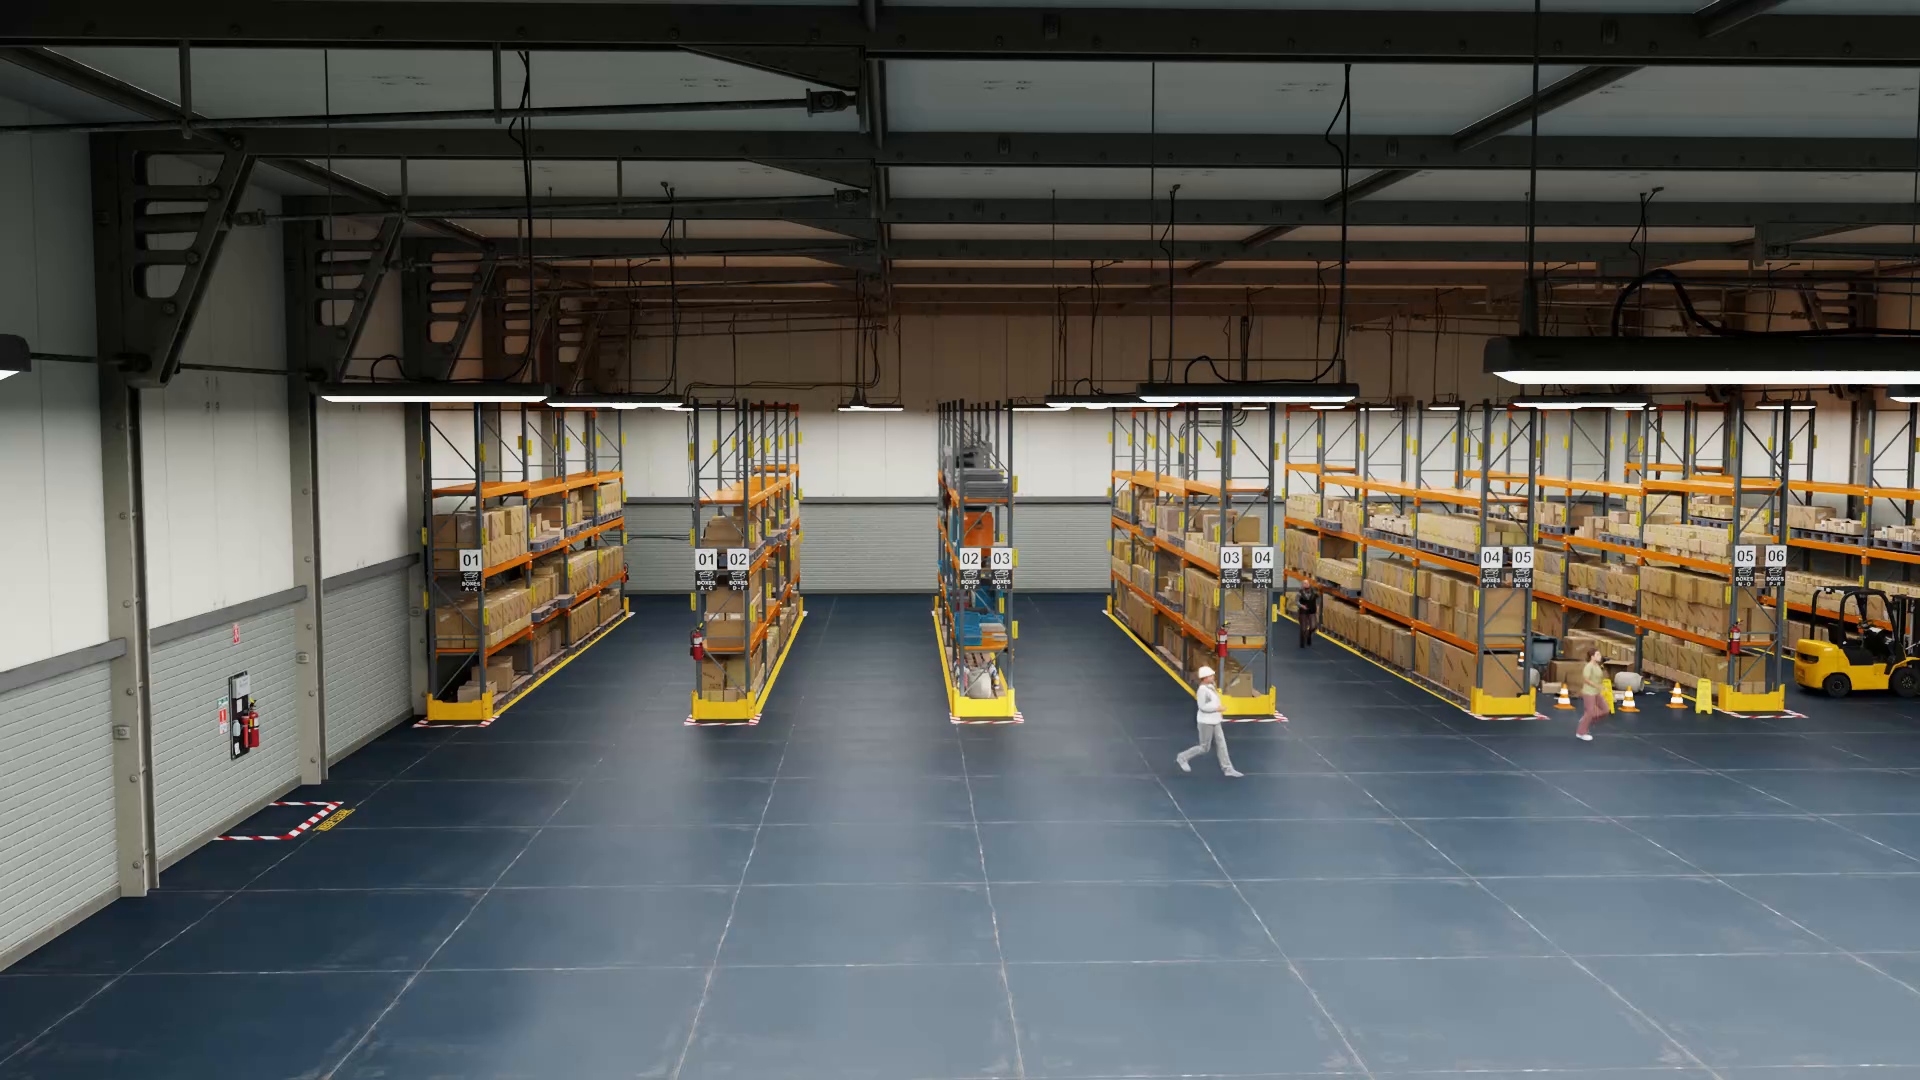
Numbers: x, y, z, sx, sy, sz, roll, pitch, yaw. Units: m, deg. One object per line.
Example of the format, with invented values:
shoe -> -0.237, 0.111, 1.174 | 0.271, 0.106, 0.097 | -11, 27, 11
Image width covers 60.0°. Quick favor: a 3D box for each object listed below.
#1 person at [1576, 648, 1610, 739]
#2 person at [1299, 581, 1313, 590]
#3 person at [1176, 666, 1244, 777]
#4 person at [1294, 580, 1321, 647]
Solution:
person -> 11.110, 2.699, 29.145 | 0.562, 1.621, 0.612 | -4, 6, -44
person -> 10.219, 1.189, 48.809 | 0.725, 1.749, 0.683 | 2, 5, 28
person -> 3.925, 2.841, 26.055 | 1.054, 1.732, 0.672 | 2, 5, 25
person -> 8.472, 1.800, 40.496 | 0.678, 1.675, 0.756 | 0, 4, 2
